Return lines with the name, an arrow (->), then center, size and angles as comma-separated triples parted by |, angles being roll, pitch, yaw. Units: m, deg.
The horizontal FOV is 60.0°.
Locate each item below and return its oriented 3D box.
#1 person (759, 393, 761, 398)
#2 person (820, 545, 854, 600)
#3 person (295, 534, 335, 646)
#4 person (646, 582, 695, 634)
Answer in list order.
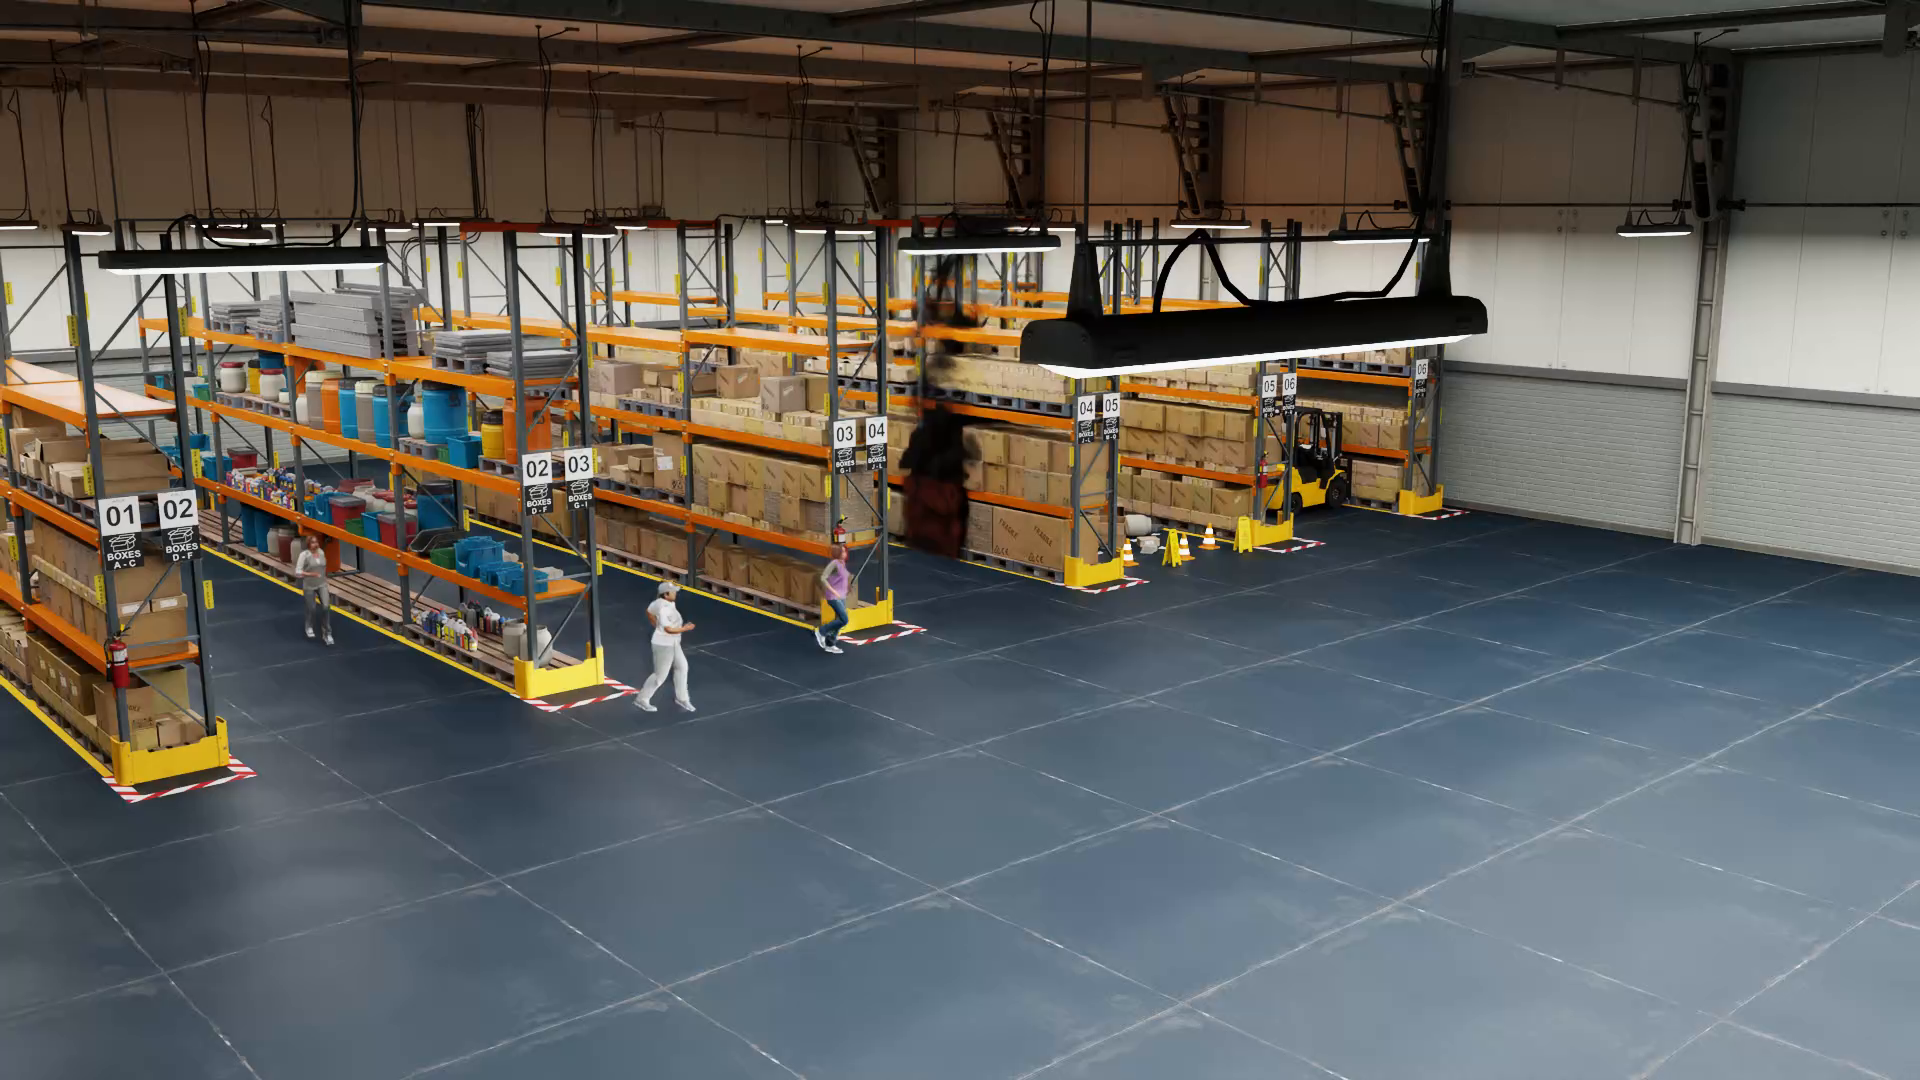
person -> -5.244, -3.702, 44.364 | 0.412, 0.661, 0.621 | -2, 12, -10
person -> -1.730, 0.462, 23.758 | 0.400, 0.794, 0.568 | 3, 12, 14
person -> -9.446, 0.722, 24.300 | 0.524, 1.622, 0.731 | -10, 15, -40
person -> -3.635, 0.920, 20.807 | 0.616, 0.816, 0.614 | -2, 12, -7
